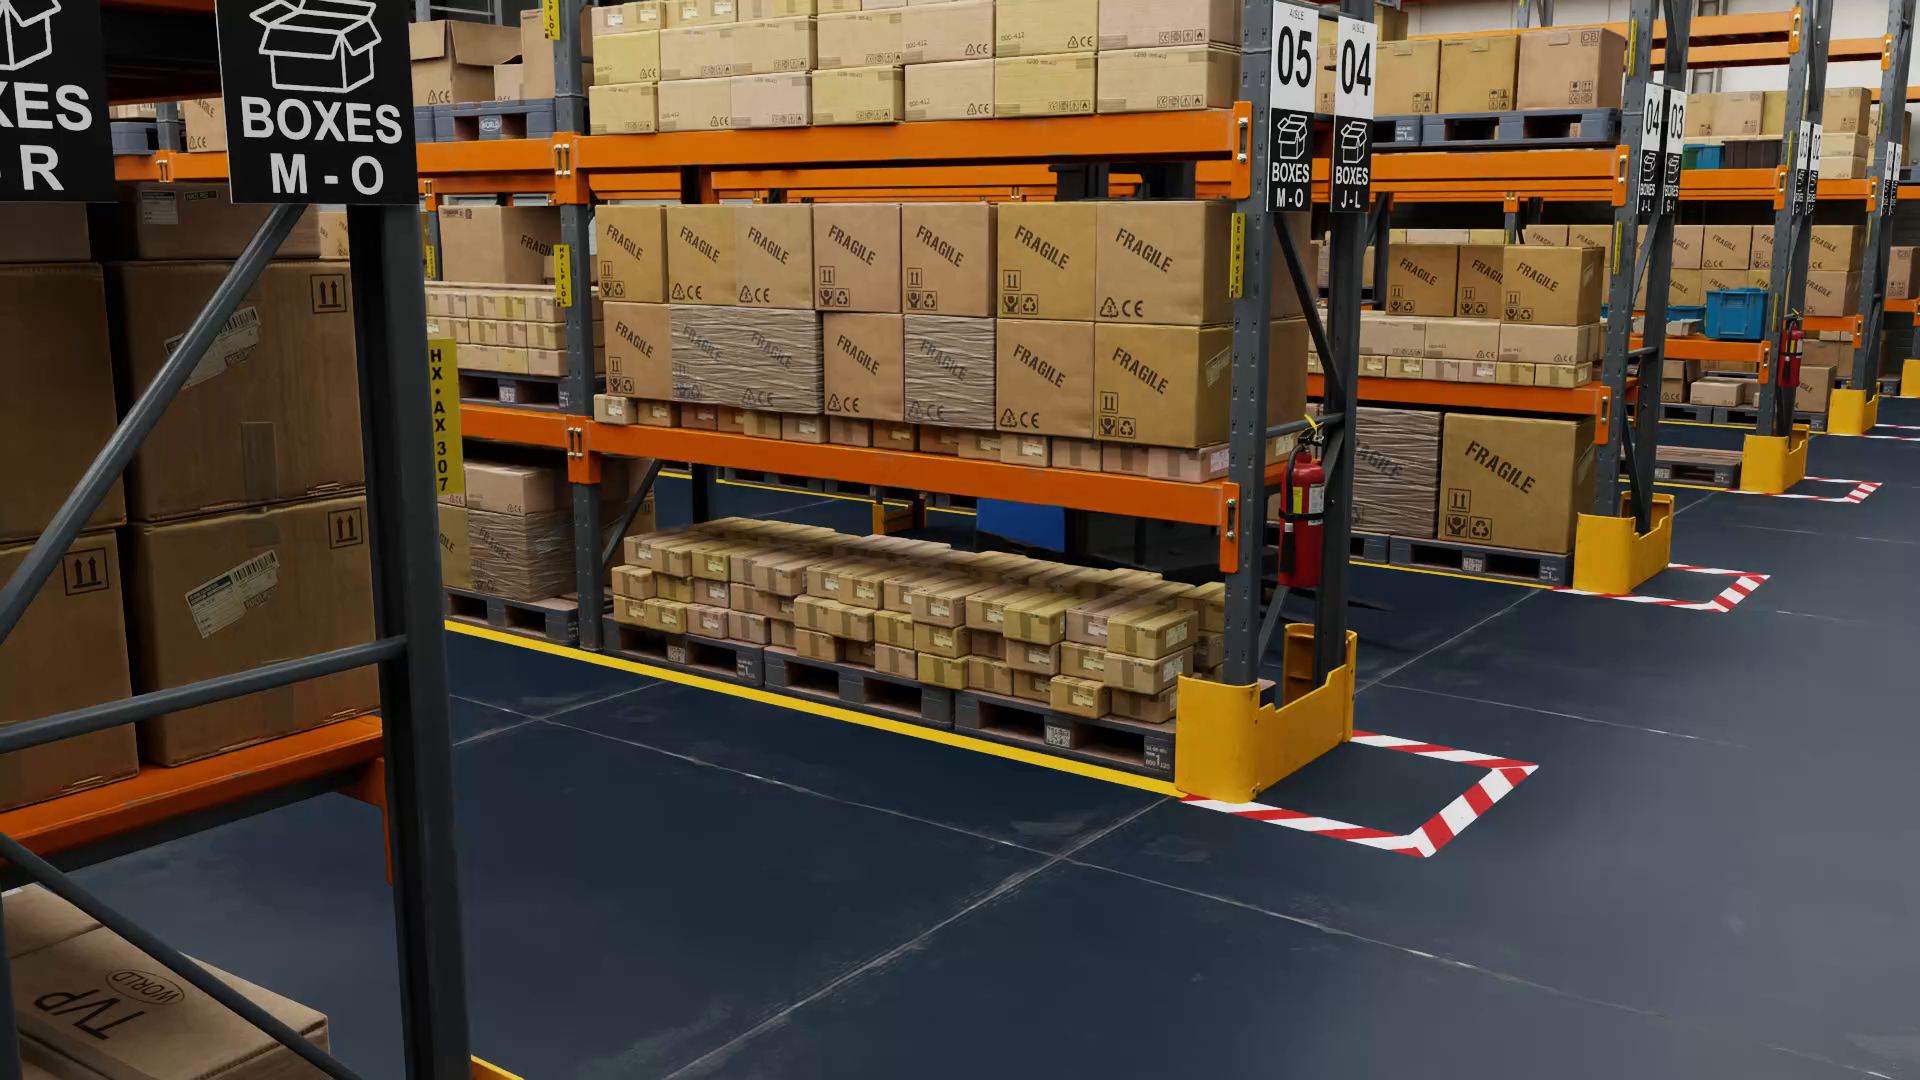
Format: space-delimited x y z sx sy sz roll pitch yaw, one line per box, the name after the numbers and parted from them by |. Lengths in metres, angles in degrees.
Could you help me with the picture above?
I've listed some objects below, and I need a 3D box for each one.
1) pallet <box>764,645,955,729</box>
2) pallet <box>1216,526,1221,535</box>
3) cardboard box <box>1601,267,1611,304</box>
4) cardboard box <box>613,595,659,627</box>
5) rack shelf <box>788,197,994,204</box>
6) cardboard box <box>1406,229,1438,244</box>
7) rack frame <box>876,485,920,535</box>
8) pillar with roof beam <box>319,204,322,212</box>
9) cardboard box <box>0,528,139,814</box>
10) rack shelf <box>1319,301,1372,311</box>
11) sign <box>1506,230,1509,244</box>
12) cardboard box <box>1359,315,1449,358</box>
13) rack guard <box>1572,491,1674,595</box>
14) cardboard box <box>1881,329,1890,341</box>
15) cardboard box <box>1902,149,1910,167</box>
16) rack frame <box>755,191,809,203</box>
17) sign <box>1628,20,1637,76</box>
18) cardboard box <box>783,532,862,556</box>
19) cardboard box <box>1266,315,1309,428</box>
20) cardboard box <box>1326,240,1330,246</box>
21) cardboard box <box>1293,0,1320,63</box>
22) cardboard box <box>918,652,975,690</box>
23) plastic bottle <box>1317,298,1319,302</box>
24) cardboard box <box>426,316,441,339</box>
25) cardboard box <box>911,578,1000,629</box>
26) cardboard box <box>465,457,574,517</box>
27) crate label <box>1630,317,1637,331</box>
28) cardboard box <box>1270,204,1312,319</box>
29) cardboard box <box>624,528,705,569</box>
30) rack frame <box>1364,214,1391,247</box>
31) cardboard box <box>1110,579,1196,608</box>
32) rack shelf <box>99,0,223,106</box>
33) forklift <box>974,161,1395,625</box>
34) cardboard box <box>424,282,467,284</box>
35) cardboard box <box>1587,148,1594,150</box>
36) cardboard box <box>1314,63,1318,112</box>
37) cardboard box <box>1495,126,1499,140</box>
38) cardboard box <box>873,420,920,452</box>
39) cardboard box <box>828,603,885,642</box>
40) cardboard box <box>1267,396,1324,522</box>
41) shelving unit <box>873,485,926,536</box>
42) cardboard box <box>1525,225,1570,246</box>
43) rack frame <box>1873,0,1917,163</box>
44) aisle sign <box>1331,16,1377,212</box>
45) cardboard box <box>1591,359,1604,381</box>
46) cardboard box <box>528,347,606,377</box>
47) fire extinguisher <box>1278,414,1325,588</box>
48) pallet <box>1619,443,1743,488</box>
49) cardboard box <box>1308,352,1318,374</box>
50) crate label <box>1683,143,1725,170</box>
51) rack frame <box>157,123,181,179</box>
-0.242 0.651 8.609 1.213 0.211 1.003 8 13 36 | pallet
1.792 -0.207 13.043 1.213 0.211 1.003 8 13 36 | pallet
7.757 -3.082 20.302 0.500 0.500 0.500 8 14 37 | cardboard box
-1.688 0.358 9.181 0.250 0.149 0.380 7 13 33 | cardboard box
-0.968 -5.433 26.713 4.000 0.370 1.077 8 13 36 | rack shelf
7.445 -4.820 26.475 0.500 0.250 0.500 8 13 35 | cardboard box
-0.478 -0.803 12.732 0.032 1.500 0.500 8 13 36 | rack frame
-20.467 -10.336 42.263 0.548 9.000 9.100 8 13 36 | pillar with roof beam
-1.961 0.231 3.176 0.500 0.500 0.500 8 14 36 | cardboard box
5.480 -3.061 22.349 4.000 0.370 1.077 8 13 36 | rack shelf
6.767 -3.673 20.567 0.005 0.325 0.100 8 13 36 | sign
3.083 -1.424 11.606 0.500 0.250 0.500 7 13 34 | cardboard box
4.469 0.006 11.181 0.348 0.500 1.175 8 13 36 | rack guard
12.841 -2.876 23.266 0.250 0.149 0.380 8 14 36 | cardboard box
12.802 -5.272 23.015 0.500 0.250 0.500 9 14 38 | cardboard box
-2.291 -3.331 21.850 0.127 3.000 1.000 8 13 36 | rack frame
4.117 -3.011 10.174 0.005 0.325 0.100 8 13 36 | sign
-0.753 0.067 9.120 0.250 0.149 0.380 8 14 37 | cardboard box
1.234 -0.764 7.533 0.500 0.500 0.500 9 14 38 | cardboard box
6.413 -4.714 27.579 0.500 0.500 0.700 6 13 29 | cardboard box
1.224 -2.210 7.239 0.500 0.250 0.500 8 14 36 | cardboard box
0.006 0.589 7.985 0.250 0.149 0.380 7 13 33 | cardboard box
3.825 -2.511 17.951 0.097 0.271 0.097 0 11 0 | plastic bottle
-3.072 -1.286 10.052 0.250 0.149 0.380 7 13 33 | cardboard box
-0.017 0.298 7.927 0.250 0.149 0.380 9 14 38 | cardboard box
-2.542 -0.317 9.774 0.500 0.250 0.500 8 13 34 | cardboard box
6.153 -2.008 15.549 0.243 0.136 0.396 8 13 36 | crate label
1.228 -1.253 7.429 0.500 0.500 0.500 8 13 35 | cardboard box
-1.636 0.047 9.226 0.250 0.149 0.380 9 14 38 | cardboard box
6.798 -4.398 27.365 0.127 3.000 1.000 8 13 36 | rack frame
0.918 0.302 7.904 0.250 0.149 0.380 8 14 37 | cardboard box
-3.028 -1.051 4.061 4.000 0.370 1.077 8 13 36 | rack shelf
1.333 -1.038 10.178 1.130 2.935 3.031 -7 13 -33 | forklift
-3.529 -1.650 11.148 0.250 0.149 0.380 8 14 36 | cardboard box
7.741 -4.685 20.032 0.500 0.250 0.500 8 13 36 | cardboard box
1.222 -1.964 7.283 0.500 0.250 0.500 9 14 38 | cardboard box
6.730 -5.034 21.126 0.600 0.600 0.600 6 13 30 | cardboard box
-0.207 -0.531 8.040 0.250 0.149 0.380 8 14 37 | cardboard box
-0.441 0.383 8.267 0.250 0.149 0.380 8 14 36 | cardboard box
2.436 -0.649 12.474 0.875 0.875 0.875 8 13 36 | cardboard box
-0.061 -0.745 12.432 1.083 1.500 0.587 8 13 36 | shelving unit
7.306 -3.633 20.518 0.500 0.500 0.500 8 14 37 | cardboard box
10.317 -5.685 18.224 0.127 3.000 1.000 8 13 36 | rack frame
1.669 -1.790 7.039 0.004 0.787 0.394 8 13 36 | aisle sign
4.359 -1.191 11.448 0.250 0.149 0.380 8 14 36 | cardboard box
-2.229 -1.023 9.474 0.250 0.149 0.380 8 13 34 | cardboard box
1.362 -0.156 6.622 0.183 0.674 0.296 8 13 36 | fire extinguisher
6.740 -0.711 15.651 1.213 0.211 1.003 8 13 36 | pallet
2.525 -1.291 11.966 0.250 0.149 0.380 7 13 34 | cardboard box
6.829 -3.535 15.398 0.502 0.251 0.408 8 13 36 | crate label
-5.016 -1.375 11.740 0.127 3.000 1.000 8 13 36 | rack frame
